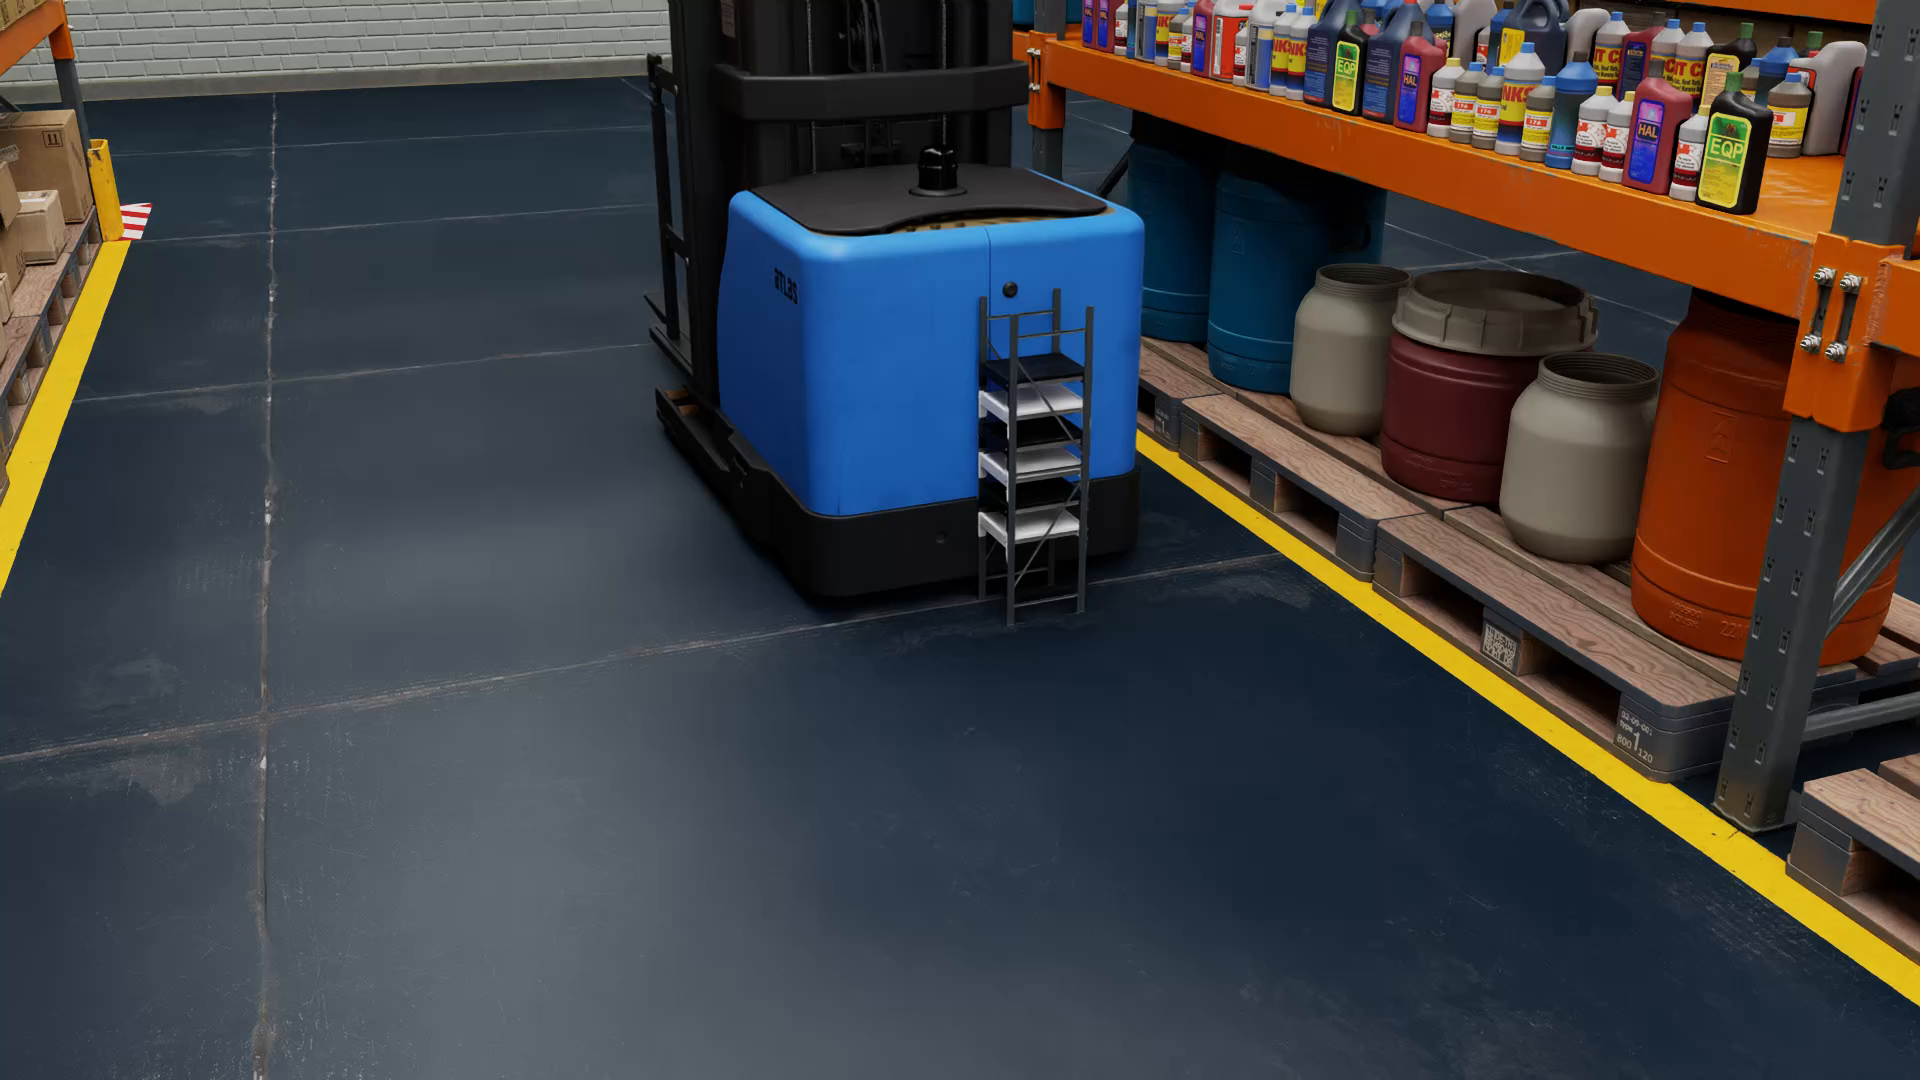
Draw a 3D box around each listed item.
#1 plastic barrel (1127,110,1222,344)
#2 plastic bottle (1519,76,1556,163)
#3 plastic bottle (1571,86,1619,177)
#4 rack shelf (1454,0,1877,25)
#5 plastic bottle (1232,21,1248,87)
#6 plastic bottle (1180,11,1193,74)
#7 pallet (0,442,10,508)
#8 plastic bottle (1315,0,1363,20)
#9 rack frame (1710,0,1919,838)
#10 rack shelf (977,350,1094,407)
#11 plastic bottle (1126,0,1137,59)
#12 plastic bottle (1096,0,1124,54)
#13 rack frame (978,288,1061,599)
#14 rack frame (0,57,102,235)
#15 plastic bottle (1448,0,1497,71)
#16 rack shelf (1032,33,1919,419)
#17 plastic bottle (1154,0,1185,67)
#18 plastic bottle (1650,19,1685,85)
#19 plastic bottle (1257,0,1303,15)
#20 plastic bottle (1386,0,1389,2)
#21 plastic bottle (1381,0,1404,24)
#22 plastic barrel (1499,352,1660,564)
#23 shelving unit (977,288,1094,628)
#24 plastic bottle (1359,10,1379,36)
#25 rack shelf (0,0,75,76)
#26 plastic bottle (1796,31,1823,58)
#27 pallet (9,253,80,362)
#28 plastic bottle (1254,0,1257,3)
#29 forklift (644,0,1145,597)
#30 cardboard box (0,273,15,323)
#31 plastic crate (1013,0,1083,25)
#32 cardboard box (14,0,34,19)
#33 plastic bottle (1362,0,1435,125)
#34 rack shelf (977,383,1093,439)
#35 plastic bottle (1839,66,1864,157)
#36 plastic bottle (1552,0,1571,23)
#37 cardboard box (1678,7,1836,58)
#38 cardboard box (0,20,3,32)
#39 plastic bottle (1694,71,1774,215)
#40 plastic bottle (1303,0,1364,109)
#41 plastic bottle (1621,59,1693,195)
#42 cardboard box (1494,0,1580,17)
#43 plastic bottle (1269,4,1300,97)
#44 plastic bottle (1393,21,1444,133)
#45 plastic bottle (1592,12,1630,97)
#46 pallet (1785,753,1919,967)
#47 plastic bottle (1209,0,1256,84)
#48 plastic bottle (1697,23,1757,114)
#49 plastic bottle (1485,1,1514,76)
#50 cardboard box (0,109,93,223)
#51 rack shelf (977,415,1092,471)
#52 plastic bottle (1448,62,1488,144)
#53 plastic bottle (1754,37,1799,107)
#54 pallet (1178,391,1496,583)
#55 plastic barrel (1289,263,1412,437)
[{"bbox_3d":[0.963,-1.293,6.618,0.600,0.901,0.708,-8,24,-19],"label":"plastic barrel"},{"bbox_3d":[1.449,-1.045,4.122,0.097,0.201,0.097,0,23,0],"label":"plastic bottle"},{"bbox_3d":[1.518,-0.974,3.955,0.097,0.201,0.097,0,23,0],"label":"plastic bottle"},{"bbox_3d":[4.713,-3.342,10.242,1.077,0.370,4.000,-8,24,-19],"label":"rack shelf"},{"bbox_3d":[0.936,-1.573,5.375,0.097,0.201,0.097,0,23,0],"label":"plastic bottle"},{"bbox_3d":[0.807,-1.705,5.690,0.097,0.201,0.097,0,23,0],"label":"plastic bottle"},{"bbox_3d":[-3.526,-0.013,5.010,1.003,0.211,1.213,-8,24,-19],"label":"pallet"},{"bbox_3d":[1.348,-1.868,5.884,0.144,0.351,0.185,-8,24,-19],"label":"plastic bottle"},{"bbox_3d":[2.199,-0.813,3.318,1.000,3.000,0.127,-8,24,-19],"label":"rack frame"},{"bbox_3d":[0.204,-0.442,4.530,0.258,0.077,0.200,-9,24,-20],"label":"rack shelf"},{"bbox_3d":[0.656,-1.893,6.044,0.097,0.271,0.097,0,23,0],"label":"plastic bottle"},{"bbox_3d":[0.564,-1.973,6.219,0.061,0.283,0.133,-8,24,-19],"label":"plastic bottle"},{"bbox_3d":[0.166,-0.260,4.709,0.240,0.900,0.006,-9,24,-20],"label":"rack frame"},{"bbox_3d":[-5.262,-3.042,8.605,1.000,3.000,0.127,-8,24,-19],"label":"rack frame"},{"bbox_3d":[1.665,-1.662,5.490,0.152,0.276,0.135,-8,24,-19],"label":"plastic bottle"},{"bbox_3d":[1.493,-1.209,5.182,1.077,0.370,4.000,-8,24,-19],"label":"rack shelf"},{"bbox_3d":[0.738,-1.808,5.844,0.097,0.271,0.097,0,23,0],"label":"plastic bottle"},{"bbox_3d":[2.007,-1.337,4.727,0.097,0.271,0.097,0,23,0],"label":"plastic bottle"},{"bbox_3d":[1.063,-1.674,5.519,0.152,0.276,0.135,-8,24,-19],"label":"plastic bottle"},{"bbox_3d":[1.535,-1.795,5.806,0.152,0.276,0.135,-8,24,-19],"label":"plastic bottle"},{"bbox_3d":[1.473,-1.720,5.634,0.097,0.271,0.097,0,23,0],"label":"plastic bottle"},{"bbox_3d":[1.728,-0.229,4.593,0.421,0.512,0.421,0,23,0],"label":"plastic barrel"},{"bbox_3d":[0.204,-0.224,4.622,0.258,0.900,0.210,-9,24,-20],"label":"shelving unit"},{"bbox_3d":[1.198,-1.387,4.830,0.061,0.283,0.133,-8,24,-19],"label":"plastic bottle"},{"bbox_3d":[-4.555,-1.984,7.021,1.077,0.370,4.000,-8,24,-19],"label":"rack shelf"},{"bbox_3d":[2.181,-1.184,4.348,0.061,0.283,0.133,-8,24,-19],"label":"plastic bottle"},{"bbox_3d":[-4.525,-0.997,7.344,1.003,0.211,1.213,-8,24,-19],"label":"pallet"},{"bbox_3d":[1.118,-2.053,6.514,0.097,0.201,0.097,0,23,0],"label":"plastic bottle"},{"bbox_3d":[-0.486,-1.732,5.586,1.130,2.935,3.031,-9,24,-20],"label":"forklift"},{"bbox_3d":[-4.110,-0.981,6.797,0.380,0.166,0.250,-8,24,-19],"label":"cardboard box"},{"bbox_3d":[0.302,-2.410,7.049,0.392,0.384,0.575,-8,24,-19],"label":"plastic crate"},{"bbox_3d":[-4.491,-2.593,7.410,0.500,0.500,0.500,-8,24,-19],"label":"cardboard box"},{"bbox_3d":[1.236,-1.358,4.673,0.144,0.351,0.185,-8,24,-19],"label":"plastic bottle"},{"bbox_3d":[0.204,-0.359,4.565,0.258,0.077,0.200,-9,24,-20],"label":"rack shelf"},{"bbox_3d":[2.276,-1.087,4.117,0.061,0.283,0.133,-8,24,-19],"label":"plastic bottle"},{"bbox_3d":[1.806,-1.555,5.140,0.144,0.351,0.185,-8,24,-19],"label":"plastic bottle"},{"bbox_3d":[4.944,-2.739,10.081,0.875,0.875,0.875,-8,24,-19],"label":"cardboard box"},{"bbox_3d":[-4.133,-2.225,6.538,0.500,0.500,0.500,-8,24,-19],"label":"cardboard box"},{"bbox_3d":[1.657,-0.848,3.550,0.061,0.283,0.133,-8,24,-19],"label":"plastic bottle"},{"bbox_3d":[1.124,-1.474,4.948,0.144,0.351,0.185,-8,24,-19],"label":"plastic bottle"},{"bbox_3d":[1.576,-0.932,3.749,0.061,0.283,0.133,-8,24,-19],"label":"plastic bottle"},{"bbox_3d":[4.308,-3.393,11.632,0.875,0.875,0.875,-8,24,-19],"label":"cardboard box"},{"bbox_3d":[1.018,-1.520,5.161,0.097,0.271,0.097,0,23,0],"label":"plastic bottle"},{"bbox_3d":[1.254,-1.263,4.536,0.061,0.283,0.133,-8,24,-19],"label":"plastic bottle"},{"bbox_3d":[1.926,-1.421,4.926,0.097,0.271,0.097,0,23,0],"label":"plastic bottle"},{"bbox_3d":[2.437,0.758,3.179,1.003,0.211,1.213,-8,24,-19],"label":"pallet"},{"bbox_3d":[0.921,-1.653,5.469,0.152,0.276,0.135,-8,24,-19],"label":"plastic bottle"},{"bbox_3d":[2.099,-1.268,4.547,0.061,0.283,0.133,-8,24,-19],"label":"plastic bottle"},{"bbox_3d":[1.721,-1.564,5.265,0.097,0.271,0.097,0,23,0],"label":"plastic bottle"},{"bbox_3d":[-4.839,-1.929,8.617,0.500,0.500,0.500,-8,24,-19],"label":"cardboard box"},{"bbox_3d":[0.204,-0.276,4.600,0.258,0.077,0.200,-9,24,-20],"label":"rack shelf"},{"bbox_3d":[1.346,-1.151,4.374,0.097,0.201,0.097,0,23,0],"label":"plastic bottle"},{"bbox_3d":[2.113,-1.161,4.309,0.097,0.271,0.097,0,23,0],"label":"plastic bottle"},{"bbox_3d":[1.455,-0.252,5.576,1.003,0.211,1.213,-8,24,-19],"label":"pallet"},{"bbox_3d":[1.329,-0.639,5.567,0.421,0.512,0.421,0,23,0],"label":"plastic barrel"}]
